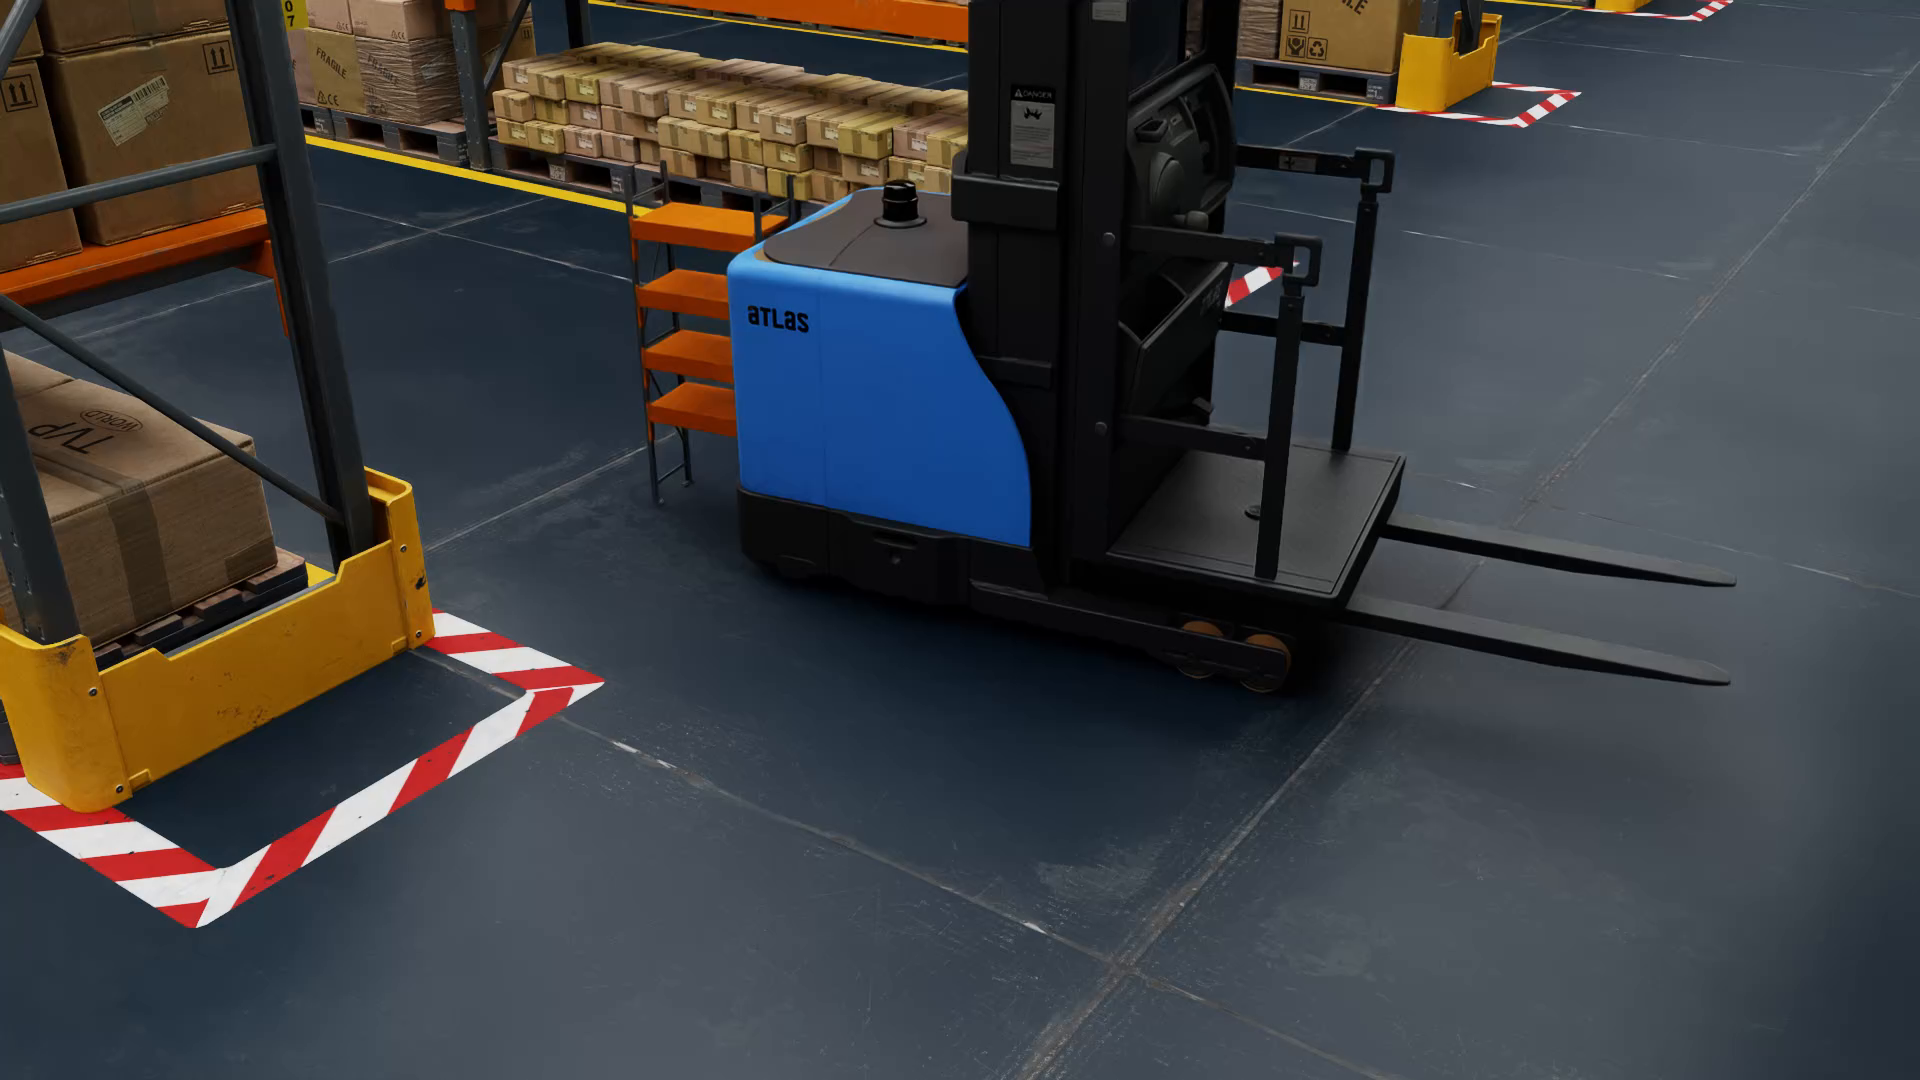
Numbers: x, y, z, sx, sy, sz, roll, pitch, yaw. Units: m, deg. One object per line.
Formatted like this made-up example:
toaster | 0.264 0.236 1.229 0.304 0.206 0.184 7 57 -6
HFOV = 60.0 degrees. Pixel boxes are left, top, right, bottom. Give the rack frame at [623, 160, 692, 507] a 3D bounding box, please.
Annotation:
rack frame | -1.049 -0.704 5.811 0.015 1.200 0.240 11 29 21

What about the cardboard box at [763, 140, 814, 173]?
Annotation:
cardboard box | -0.838 -2.094 8.910 0.250 0.149 0.380 18 32 31

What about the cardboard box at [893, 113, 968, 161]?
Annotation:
cardboard box | -0.133 -2.064 8.524 0.250 0.149 0.380 18 32 31

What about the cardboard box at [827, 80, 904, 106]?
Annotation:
cardboard box | -0.523 -2.445 9.271 0.250 0.149 0.380 19 32 32

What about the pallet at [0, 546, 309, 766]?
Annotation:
pallet | -2.801 0.188 5.148 1.213 0.211 1.003 17 32 30

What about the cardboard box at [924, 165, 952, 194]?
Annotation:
cardboard box | 0.025 -1.833 8.398 0.250 0.149 0.380 16 31 29

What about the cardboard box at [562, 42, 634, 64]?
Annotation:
cardboard box | -2.235 -2.970 10.304 0.250 0.149 0.380 18 32 32

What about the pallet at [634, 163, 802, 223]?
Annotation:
pallet | -1.092 -2.068 9.580 1.213 0.211 1.003 17 32 30

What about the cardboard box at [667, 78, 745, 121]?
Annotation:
cardboard box | -1.416 -2.466 9.312 0.250 0.149 0.380 16 31 28

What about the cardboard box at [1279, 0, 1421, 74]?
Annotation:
cardboard box | 2.941 -3.958 12.101 0.875 0.875 0.875 17 32 30

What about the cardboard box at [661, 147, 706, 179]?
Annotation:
cardboard box | -1.465 -2.168 9.382 0.250 0.149 0.380 16 31 29

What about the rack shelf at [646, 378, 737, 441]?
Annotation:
rack shelf | -0.826 -0.423 5.844 0.480 0.148 0.258 11 29 21

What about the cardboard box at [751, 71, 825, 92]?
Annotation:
cardboard box | -0.975 -2.558 9.494 0.250 0.149 0.380 17 32 30

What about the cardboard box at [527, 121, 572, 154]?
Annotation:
cardboard box | -2.338 -2.417 9.873 0.250 0.149 0.380 18 32 32

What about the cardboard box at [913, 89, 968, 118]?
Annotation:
cardboard box | -0.048 -2.337 9.060 0.250 0.149 0.380 17 32 30

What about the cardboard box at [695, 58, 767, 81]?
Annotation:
cardboard box | -1.347 -2.727 9.826 0.250 0.149 0.380 16 31 28

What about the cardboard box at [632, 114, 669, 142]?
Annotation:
cardboard box | -1.643 -2.389 9.489 0.250 0.149 0.380 19 33 33

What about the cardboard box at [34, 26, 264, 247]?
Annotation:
cardboard box | -2.330 -1.154 4.600 0.500 0.500 0.500 17 32 30

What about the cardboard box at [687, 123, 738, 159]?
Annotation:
cardboard box | -1.282 -2.227 9.172 0.250 0.149 0.380 18 32 31

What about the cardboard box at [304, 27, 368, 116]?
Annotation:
cardboard box | -3.851 -3.083 10.795 0.500 0.500 0.500 16 31 29

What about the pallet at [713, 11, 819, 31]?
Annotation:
pallet | -1.472 -4.851 15.050 1.213 0.211 1.003 17 32 30

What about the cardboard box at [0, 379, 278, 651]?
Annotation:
cardboard box | -2.698 -0.056 4.915 0.875 0.438 0.875 16 31 29

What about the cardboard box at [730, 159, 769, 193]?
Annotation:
cardboard box | -1.039 -2.036 9.123 0.250 0.149 0.380 18 32 31

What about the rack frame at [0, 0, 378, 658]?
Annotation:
rack frame | -2.097 -0.879 4.170 0.127 3.000 1.000 17 32 30

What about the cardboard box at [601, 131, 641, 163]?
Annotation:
cardboard box | -1.866 -2.326 9.694 0.250 0.149 0.380 17 31 29

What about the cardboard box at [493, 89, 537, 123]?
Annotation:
cardboard box | -2.558 -2.619 9.941 0.250 0.149 0.380 19 33 33

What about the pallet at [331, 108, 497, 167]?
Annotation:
pallet | -3.318 -2.739 10.900 1.213 0.211 1.003 17 32 30

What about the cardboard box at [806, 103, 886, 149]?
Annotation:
cardboard box | -0.596 -2.174 8.738 0.250 0.149 0.380 16 31 28

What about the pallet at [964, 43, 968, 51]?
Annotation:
pallet | 0.799 -4.144 13.660 1.213 0.211 1.003 17 32 30

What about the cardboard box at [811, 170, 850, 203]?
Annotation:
cardboard box | -0.579 -1.916 8.888 0.250 0.149 0.380 18 32 31

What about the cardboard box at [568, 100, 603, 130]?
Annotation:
cardboard box | -2.077 -2.539 9.783 0.250 0.149 0.380 17 32 30

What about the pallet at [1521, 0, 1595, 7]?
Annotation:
pallet | 5.660 -5.419 16.166 1.213 0.211 1.003 17 32 30

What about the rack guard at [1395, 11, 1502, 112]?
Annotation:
rack guard | 3.533 -3.464 12.005 0.348 0.500 1.175 17 32 30

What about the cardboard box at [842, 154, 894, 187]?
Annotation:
cardboard box | -0.404 -1.966 8.659 0.250 0.149 0.380 16 31 28

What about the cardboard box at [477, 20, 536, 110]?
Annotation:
cardboard box | -3.134 -3.145 10.915 0.500 0.500 0.500 19 32 32

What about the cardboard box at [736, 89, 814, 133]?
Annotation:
cardboard box | -1.003 -2.331 9.047 0.250 0.149 0.380 16 31 29

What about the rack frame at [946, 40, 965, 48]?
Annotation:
rack frame | 0.216 -5.611 13.468 0.127 3.000 1.000 17 32 30

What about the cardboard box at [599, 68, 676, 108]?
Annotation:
cardboard box | -1.851 -2.601 9.577 0.250 0.149 0.380 16 31 29

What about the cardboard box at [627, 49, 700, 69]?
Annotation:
cardboard box | -1.792 -2.858 10.083 0.250 0.149 0.380 17 32 30

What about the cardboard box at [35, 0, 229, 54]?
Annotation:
cardboard box | -2.332 -1.599 4.372 0.500 0.500 0.500 17 31 29

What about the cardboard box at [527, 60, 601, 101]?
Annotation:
cardboard box | -2.315 -2.706 9.783 0.250 0.149 0.380 19 33 33

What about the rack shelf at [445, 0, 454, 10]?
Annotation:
rack shelf | -4.324 -3.976 11.048 4.000 0.370 1.077 17 32 30

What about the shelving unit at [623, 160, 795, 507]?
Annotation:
shelving unit | -0.826 -0.660 5.723 0.503 1.200 0.258 11 29 21

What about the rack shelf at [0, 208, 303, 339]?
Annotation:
rack shelf | -3.746 -1.072 5.342 4.000 0.370 1.077 17 32 30

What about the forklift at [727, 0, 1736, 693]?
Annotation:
forklift | 0.831 -1.134 4.748 3.031 2.935 1.130 11 29 21

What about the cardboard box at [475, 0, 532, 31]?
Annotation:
cardboard box | -3.135 -3.478 10.744 0.500 0.250 0.500 16 31 28

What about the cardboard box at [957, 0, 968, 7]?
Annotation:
cardboard box | 0.193 -2.622 7.871 0.250 0.149 0.380 17 32 30

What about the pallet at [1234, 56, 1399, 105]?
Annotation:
pallet | 2.810 -3.517 12.428 1.213 0.211 1.003 17 32 30

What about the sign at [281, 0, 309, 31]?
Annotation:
sign | -1.778 -1.506 4.360 0.005 0.325 0.100 17 32 30

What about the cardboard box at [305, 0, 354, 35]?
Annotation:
cardboard box | -3.848 -3.424 10.636 0.500 0.250 0.500 19 33 33

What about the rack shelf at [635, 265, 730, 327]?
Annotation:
rack shelf | -0.826 -0.799 5.652 0.480 0.148 0.258 11 29 21
